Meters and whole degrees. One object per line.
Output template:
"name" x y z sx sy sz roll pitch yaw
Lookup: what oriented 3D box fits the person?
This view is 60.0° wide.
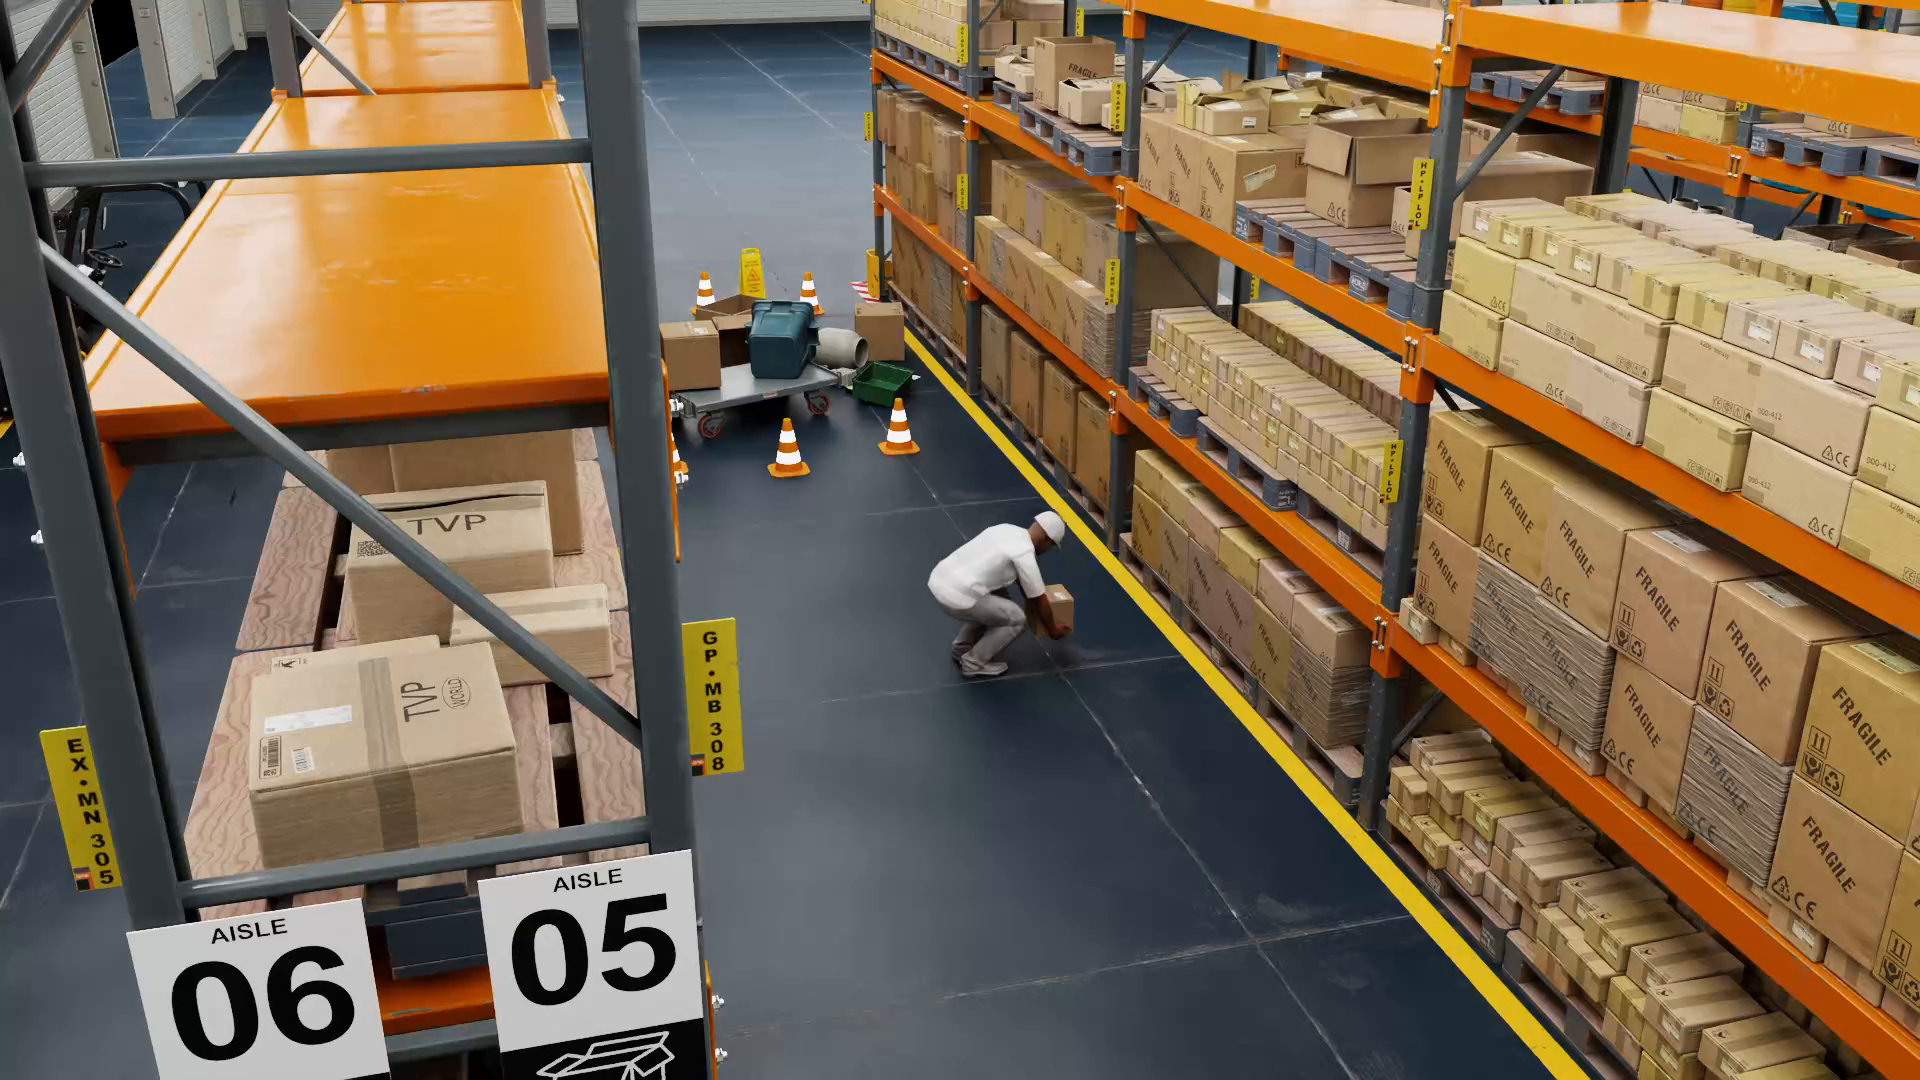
"person" 0.283 0.312 10.758 0.966 1.040 0.516 -7 24 -17
